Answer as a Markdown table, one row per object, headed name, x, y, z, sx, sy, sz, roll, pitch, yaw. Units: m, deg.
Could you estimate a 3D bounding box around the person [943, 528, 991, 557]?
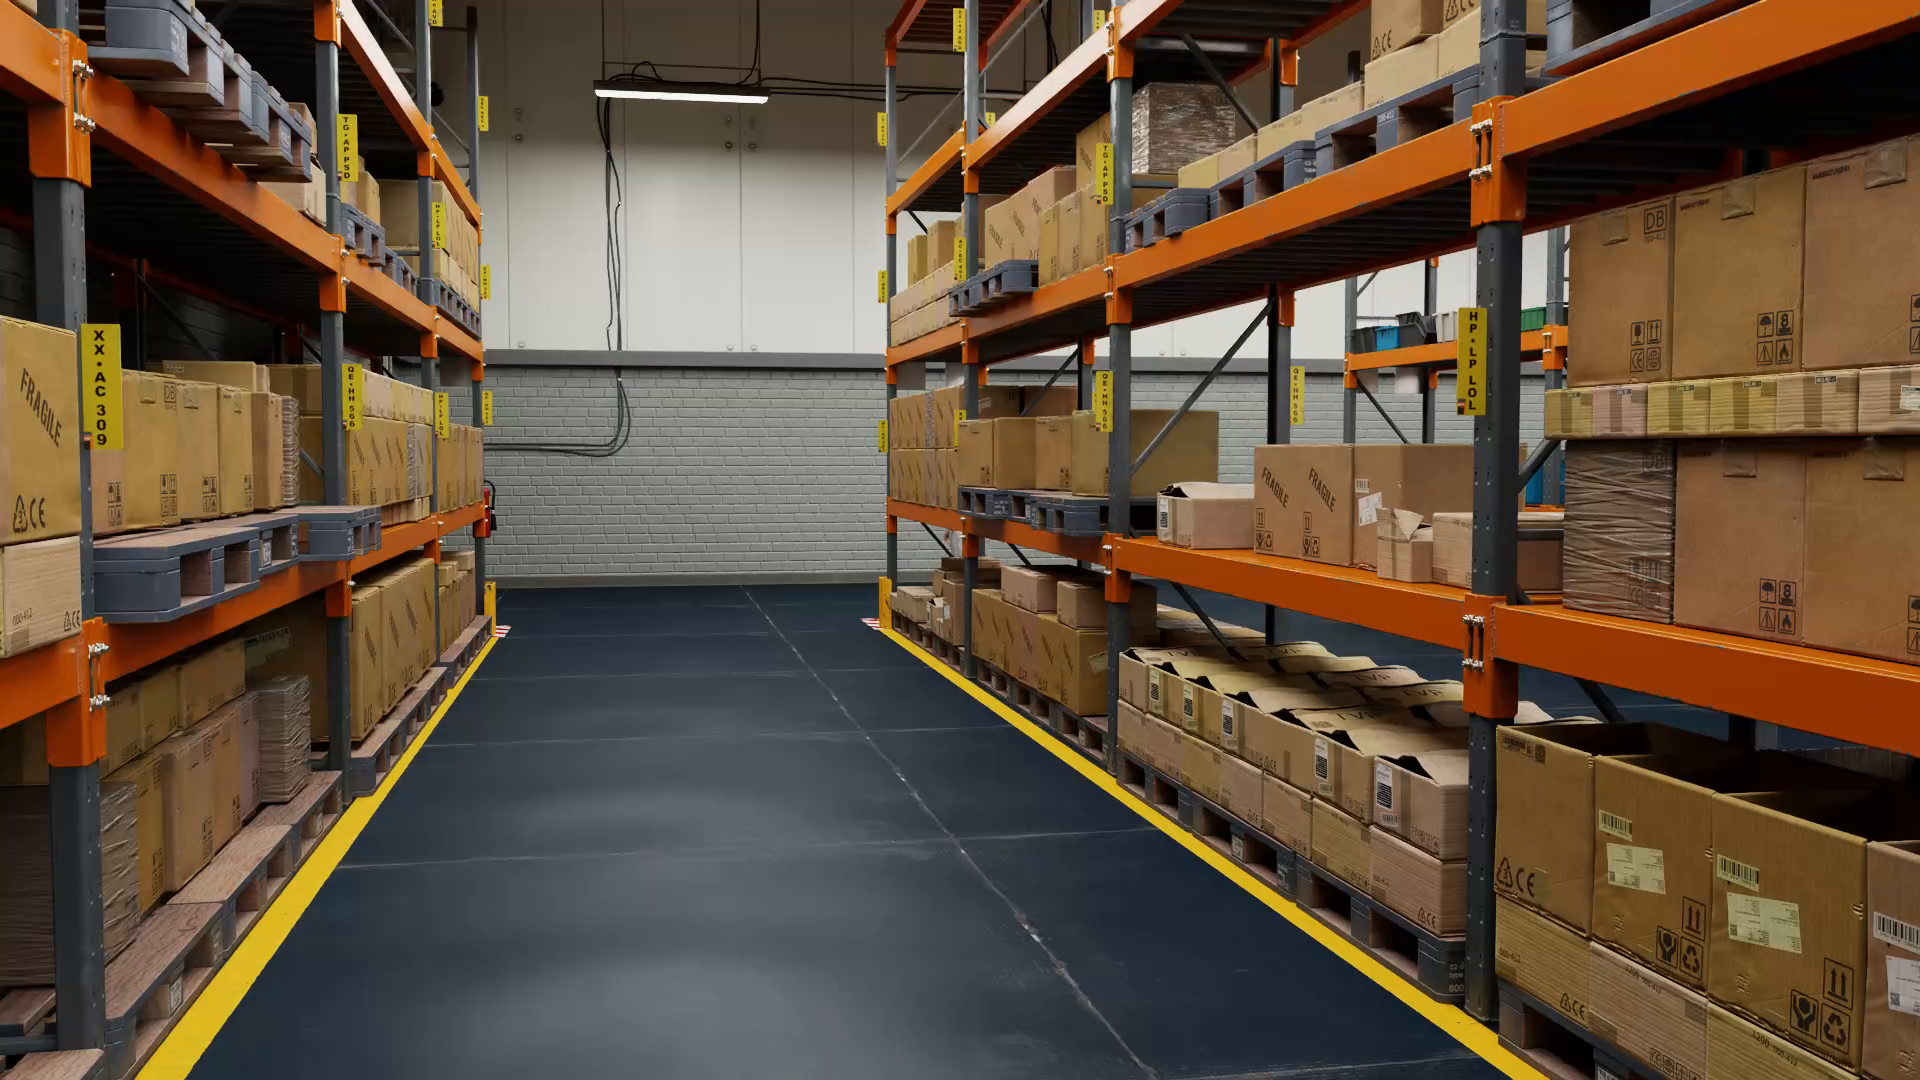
| name | x | y | z | sx | sy | sz | roll | pitch | yaw |
| --- | --- | --- | --- | --- | --- | --- | --- | --- | --- |
| person | 0.103 | -0.106 | 19.058 | 0.605 | 1.747 | 0.436 | -1 | 3 | -15 |
